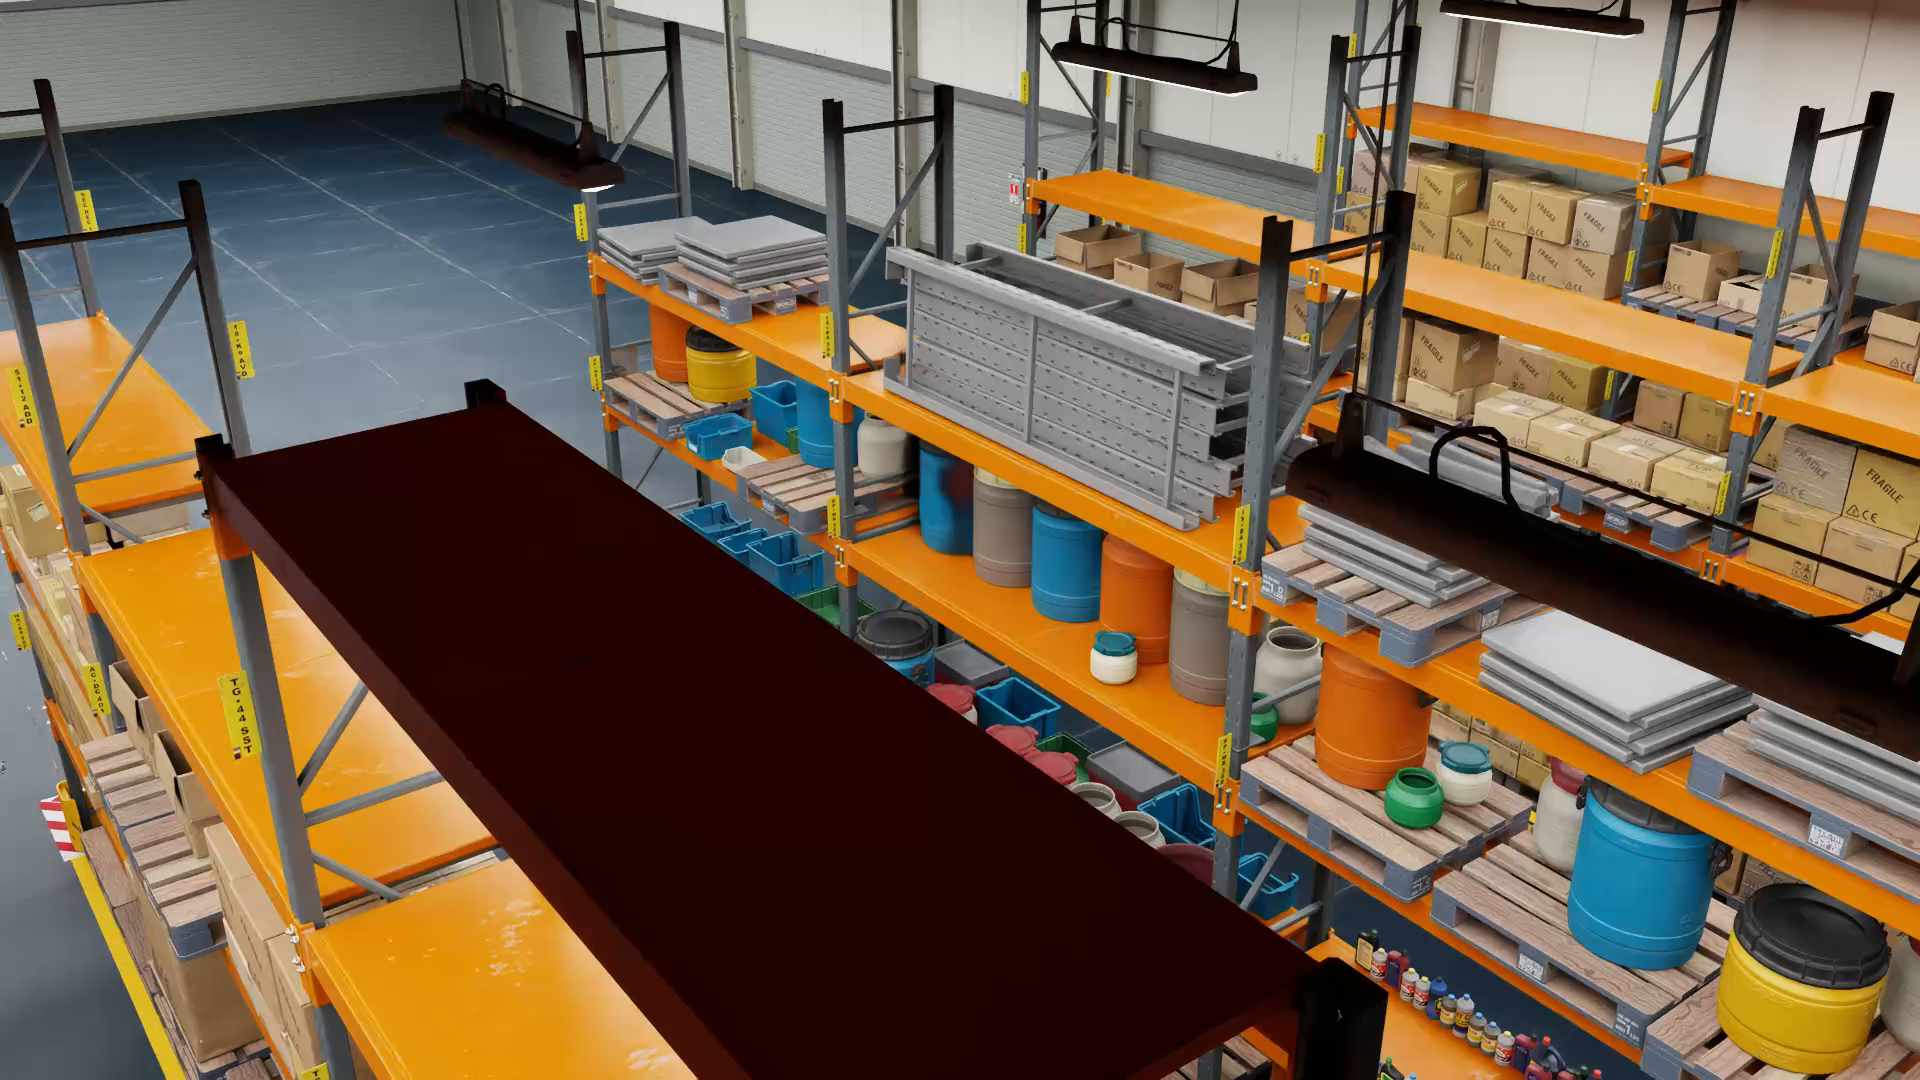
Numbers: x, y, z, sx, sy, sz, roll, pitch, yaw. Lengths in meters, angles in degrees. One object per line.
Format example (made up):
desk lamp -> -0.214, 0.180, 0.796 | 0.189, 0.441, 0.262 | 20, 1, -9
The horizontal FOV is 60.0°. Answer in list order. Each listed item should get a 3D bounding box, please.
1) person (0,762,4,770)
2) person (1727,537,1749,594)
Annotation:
person -> -8.888, 1.304, 14.036 | 0.574, 1.742, 0.976 | 18, 30, 34
person -> 7.562, 0.334, 16.353 | 0.371, 1.621, 0.468 | -22, 33, -40
